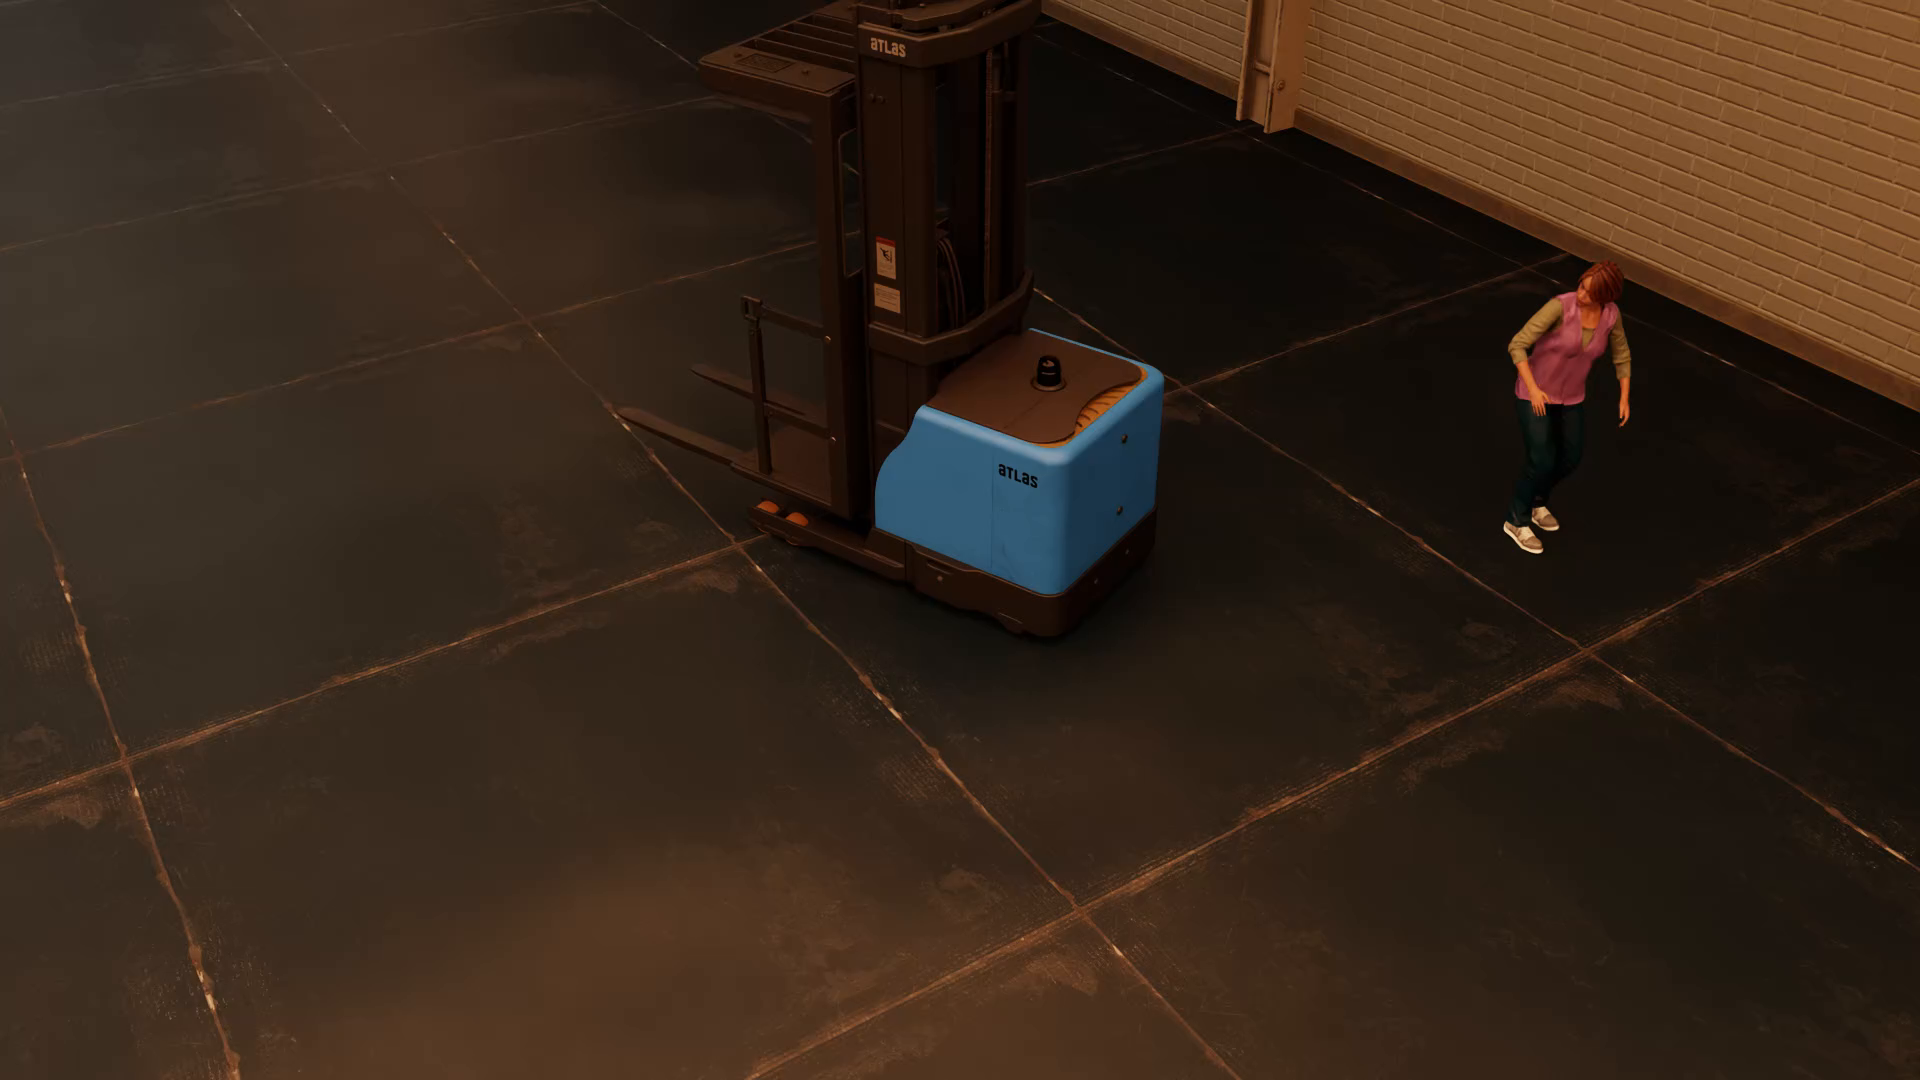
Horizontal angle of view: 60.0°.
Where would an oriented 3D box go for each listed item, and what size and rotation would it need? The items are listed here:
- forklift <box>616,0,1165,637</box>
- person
[{"bbox_3d":[-0.500,-1.399,8.138,3.031,2.935,1.130,22,41,28],"label":"forklift"},{"bbox_3d":[3.038,-0.687,8.342,0.632,1.554,0.449,-9,36,-12],"label":"person"}]
